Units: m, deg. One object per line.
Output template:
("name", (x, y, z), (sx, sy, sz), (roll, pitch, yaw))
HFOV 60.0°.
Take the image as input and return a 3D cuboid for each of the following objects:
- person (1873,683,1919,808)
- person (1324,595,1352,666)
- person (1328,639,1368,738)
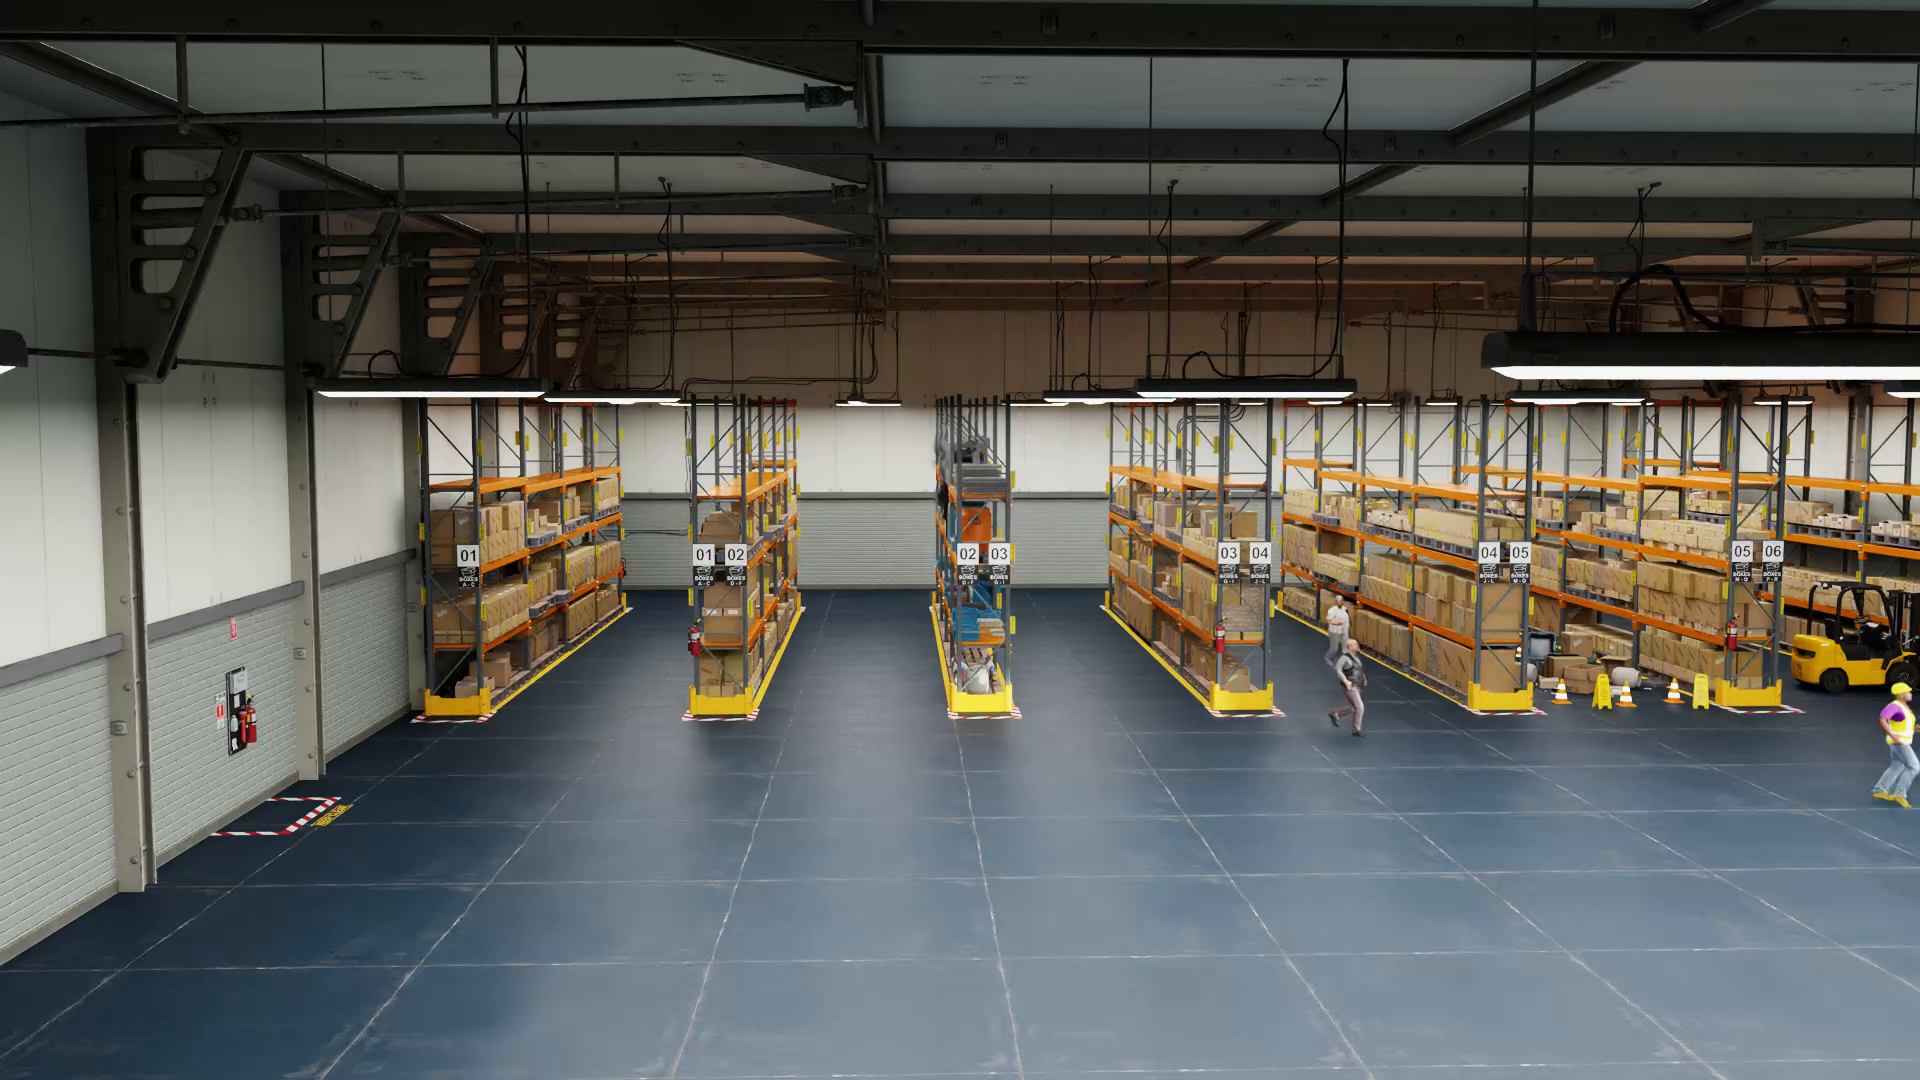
("person", (13.587, 2.974, 24.032), (0.653, 1.827, 0.685), (3, 5, 33))
("person", (8.244, 2.032, 36.194), (0.606, 1.666, 0.924), (-1, 5, -16))
("person", (6.826, 2.586, 29.238), (0.796, 1.705, 0.678), (3, 6, 37))
